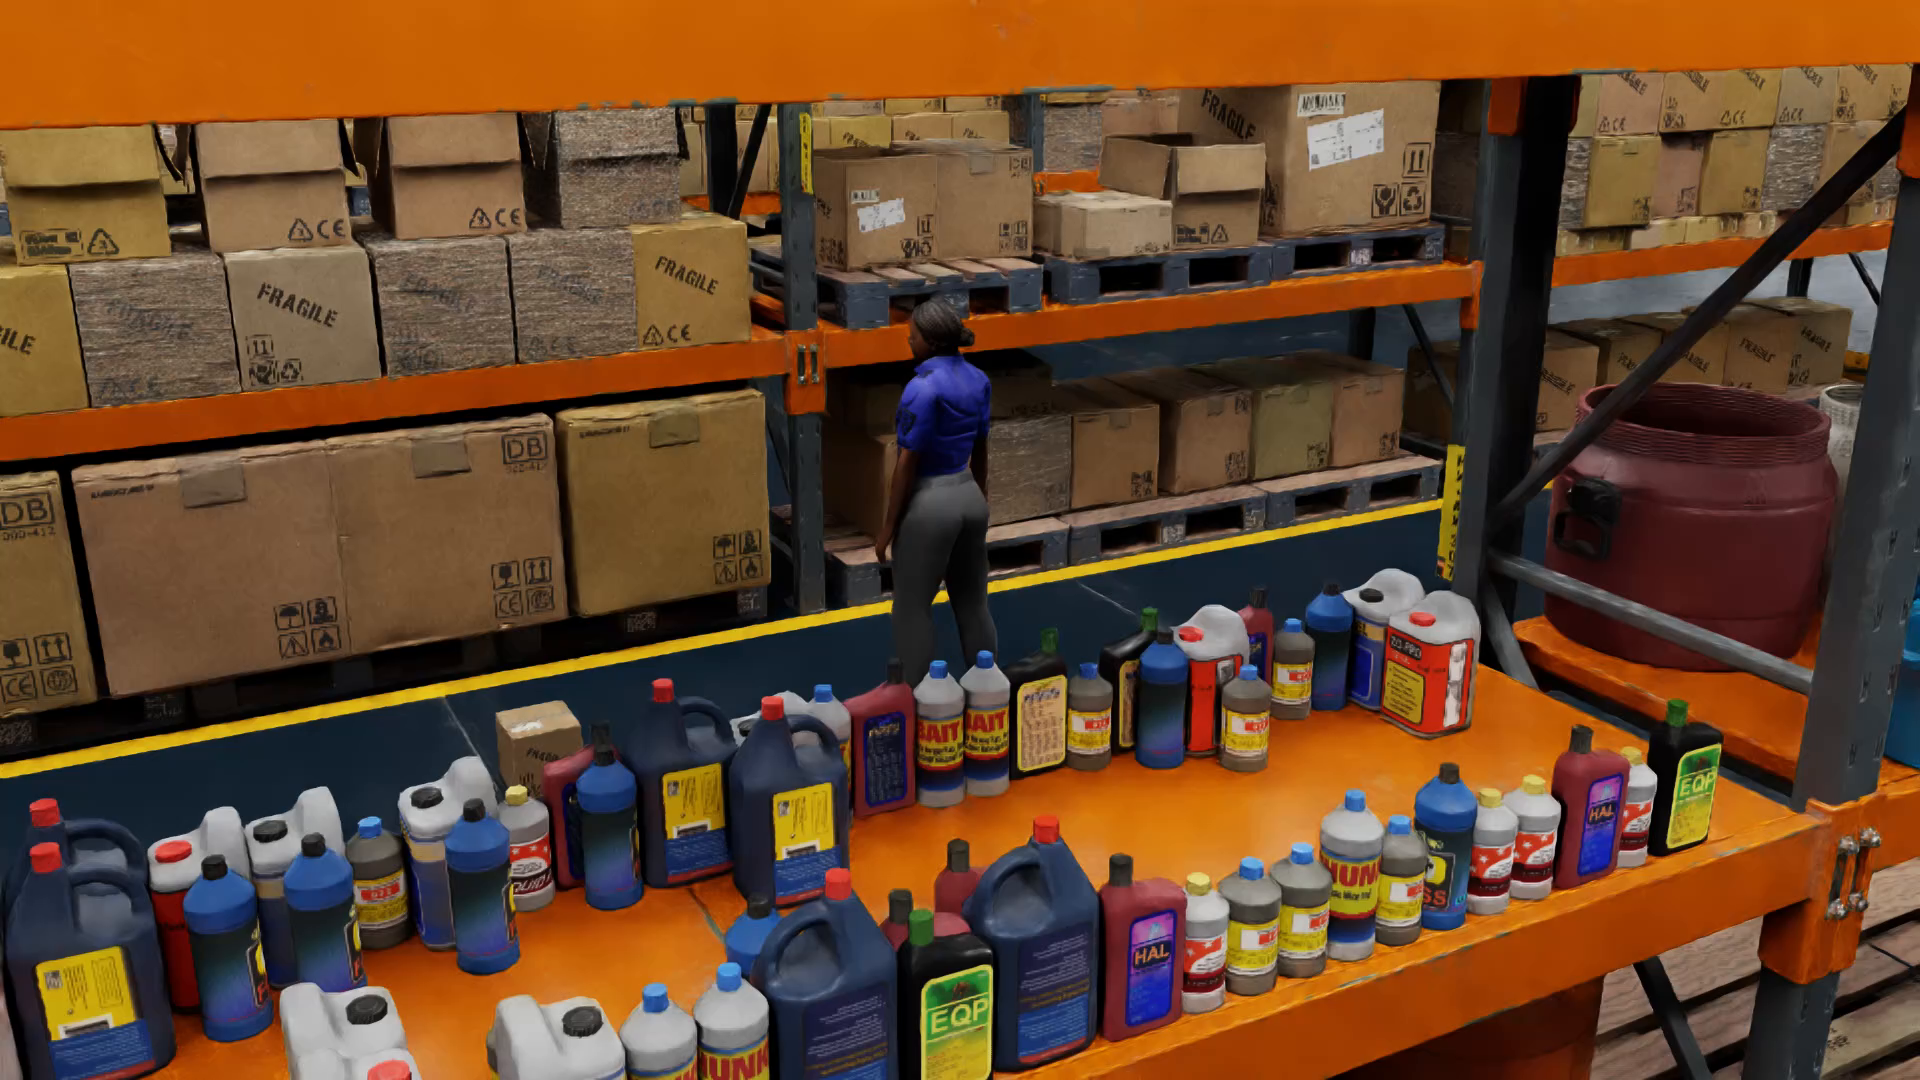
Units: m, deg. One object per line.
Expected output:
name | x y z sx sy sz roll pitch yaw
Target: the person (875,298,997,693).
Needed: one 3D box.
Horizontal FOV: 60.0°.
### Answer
person | -0.101 -0.088 6.252 0.437 1.666 0.535 15 24 38
